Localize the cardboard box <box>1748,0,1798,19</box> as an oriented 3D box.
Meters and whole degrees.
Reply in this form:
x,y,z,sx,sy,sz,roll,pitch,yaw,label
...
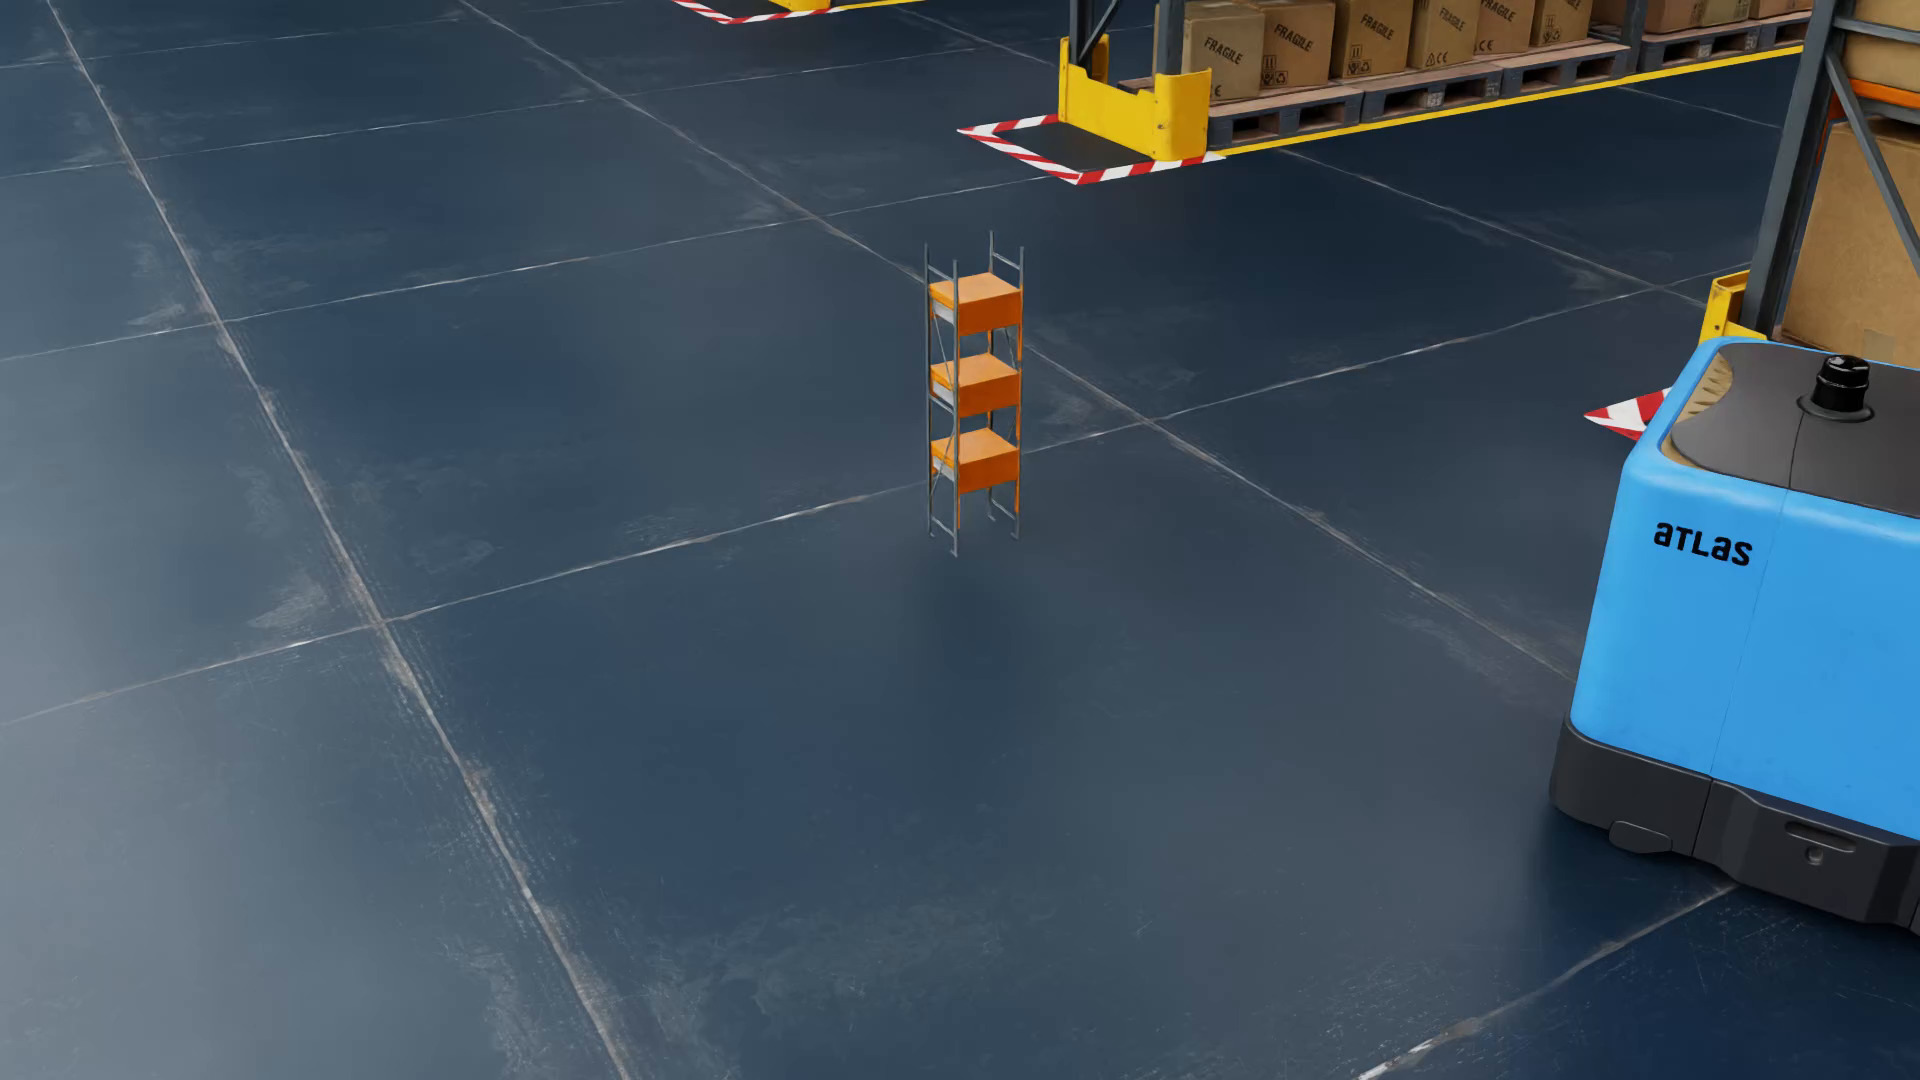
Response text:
x,y,z,sx,sy,sz,roll,pitch,yaw,label
5.873,-4.256,12.489,0.500,0.500,0.700,-19,34,-30,cardboard box

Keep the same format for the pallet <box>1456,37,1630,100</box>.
x,y,z,sx,sy,sz,roll,pitch,yaw,label
3.869,-3.370,11.639,1.213,0.211,1.003,-16,33,-26,pallet

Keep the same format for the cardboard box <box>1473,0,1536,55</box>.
x,y,z,sx,sy,sz,roll,pitch,yaw,label
3.575,-3.635,11.385,0.500,0.500,0.500,-6,29,-11,cardboard box

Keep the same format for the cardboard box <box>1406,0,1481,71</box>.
x,y,z,sx,sy,sz,roll,pitch,yaw,label
3.080,-3.450,11.050,0.500,0.500,0.500,-19,34,-31,cardboard box

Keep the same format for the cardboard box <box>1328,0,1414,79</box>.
x,y,z,sx,sy,sz,roll,pitch,yaw,label
2.576,-3.332,10.836,0.500,0.500,0.500,-13,31,-22,cardboard box

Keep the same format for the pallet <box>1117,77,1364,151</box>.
x,y,z,sx,sy,sz,roll,pitch,yaw,label
1.765,-2.773,10.556,1.213,0.211,1.003,-16,33,-26,pallet

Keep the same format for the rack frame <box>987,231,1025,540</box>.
x,y,z,sx,sy,sz,roll,pitch,yaw,label
0.151,-0.503,5.574,0.008,1.050,0.200,-16,33,-26,rack frame

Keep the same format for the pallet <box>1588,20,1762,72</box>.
x,y,z,sx,sy,sz,roll,pitch,yaw,label
5.101,-3.741,12.310,1.213,0.211,1.003,-16,33,-26,pallet

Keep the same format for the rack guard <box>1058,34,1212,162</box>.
x,y,z,sx,sy,sz,roll,pitch,yaw,label
1.047,-2.715,10.153,0.348,0.500,1.175,-16,33,-26,rack guard

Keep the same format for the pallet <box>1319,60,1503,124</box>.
x,y,z,sx,sy,sz,roll,pitch,yaw,label
2.816,-3.070,11.094,1.213,0.211,1.003,-16,33,-26,pallet

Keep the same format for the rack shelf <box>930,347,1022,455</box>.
x,y,z,sx,sy,sz,roll,pitch,yaw,label
0.046,-0.463,5.525,0.240,0.259,0.215,-16,33,-26,rack shelf

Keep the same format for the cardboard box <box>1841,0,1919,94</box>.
x,y,z,sx,sy,sz,roll,pitch,yaw,label
3.704,-1.876,5.889,0.550,0.550,0.875,-16,33,-26,cardboard box

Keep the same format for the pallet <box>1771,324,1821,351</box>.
x,y,z,sx,sy,sz,roll,pitch,yaw,label
4.057,-0.708,6.814,1.213,0.211,1.003,-16,33,-26,pallet

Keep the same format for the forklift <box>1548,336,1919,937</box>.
x,y,z,sx,sy,sz,roll,pitch,yaw,label
3.070,-0.347,3.345,3.031,2.935,1.130,17,33,28,forklift

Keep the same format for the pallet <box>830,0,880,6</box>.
x,y,z,sx,sy,sz,roll,pitch,yaw,label
-0.783,-4.868,14.353,1.213,0.211,1.003,-16,33,-26,pallet

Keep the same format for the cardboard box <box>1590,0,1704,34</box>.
x,y,z,sx,sy,sz,roll,pitch,yaw,label
4.971,-4.010,12.043,0.500,0.500,0.700,-19,34,-30,cardboard box

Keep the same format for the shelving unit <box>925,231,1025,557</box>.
x,y,z,sx,sy,sz,roll,pitch,yaw,label
0.046,-0.473,5.520,0.252,1.050,0.215,-16,33,-26,shelving unit

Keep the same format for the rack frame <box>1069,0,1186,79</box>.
x,y,z,sx,sy,sz,roll,pitch,yaw,label
0.982,-3.791,9.515,0.127,3.000,1.000,-16,33,-26,rack frame

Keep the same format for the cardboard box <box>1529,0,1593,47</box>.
x,y,z,sx,sy,sz,roll,pitch,yaw,label
4.065,-3.779,11.645,0.500,0.500,0.500,-17,33,-28,cardboard box

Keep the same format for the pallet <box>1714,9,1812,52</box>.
x,y,z,sx,sy,sz,roll,pitch,yaw,label
6.154,-4.041,12.854,1.213,0.211,1.003,-16,33,-26,pallet

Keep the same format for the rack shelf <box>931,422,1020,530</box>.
x,y,z,sx,sy,sz,roll,pitch,yaw,label
0.046,-0.220,5.659,0.240,0.259,0.215,-16,33,-26,rack shelf

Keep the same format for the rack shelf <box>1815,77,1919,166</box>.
x,y,z,sx,sy,sz,roll,pitch,yaw,label
5.132,-1.875,6.787,4.000,0.370,1.077,-16,33,-26,rack shelf

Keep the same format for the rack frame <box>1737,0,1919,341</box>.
x,y,z,sx,sy,sz,roll,pitch,yaw,label
3.407,-1.700,5.726,0.127,3.000,1.000,-16,33,-26,rack frame

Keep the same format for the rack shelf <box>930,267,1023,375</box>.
x,y,z,sx,sy,sz,roll,pitch,yaw,label
0.046,-0.712,5.388,0.240,0.259,0.215,-16,33,-26,rack shelf

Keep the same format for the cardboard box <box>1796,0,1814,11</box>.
x,y,z,sx,sy,sz,roll,pitch,yaw,label
6.354,-4.393,12.737,0.500,0.500,0.700,-13,31,-22,cardboard box

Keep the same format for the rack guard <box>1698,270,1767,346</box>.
x,y,z,sx,sy,sz,roll,pitch,yaw,label
3.387,-0.600,6.320,0.348,0.500,1.175,-16,33,-26,rack guard

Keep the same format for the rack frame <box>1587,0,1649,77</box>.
x,y,z,sx,sy,sz,roll,pitch,yaw,label
4.430,-4.770,11.289,0.127,3.000,1.000,-16,33,-26,rack frame

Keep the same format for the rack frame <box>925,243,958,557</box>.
x,y,z,sx,sy,sz,roll,pitch,yaw,label
-0.059,-0.443,5.466,0.008,1.050,0.200,-16,33,-26,rack frame

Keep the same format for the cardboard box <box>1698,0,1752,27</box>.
x,y,z,sx,sy,sz,roll,pitch,yaw,label
5.391,-4.119,12.241,0.500,0.500,0.700,-16,33,-27,cardboard box

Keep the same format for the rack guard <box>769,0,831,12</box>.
x,y,z,sx,sy,sz,roll,pitch,yaw,label
-1.486,-4.798,13.927,0.348,0.500,1.175,-16,33,-26,rack guard

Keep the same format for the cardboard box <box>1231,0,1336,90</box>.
x,y,z,sx,sy,sz,roll,pitch,yaw,label
2.026,-3.187,10.573,0.500,0.500,0.500,-8,30,-13,cardboard box

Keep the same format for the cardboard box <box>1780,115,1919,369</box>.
x,y,z,sx,sy,sz,roll,pitch,yaw,label
3.958,-1.147,6.489,0.875,0.875,0.875,-16,33,-26,cardboard box

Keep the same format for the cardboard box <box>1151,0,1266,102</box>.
x,y,z,sx,sy,sz,roll,pitch,yaw,label
1.528,-3.027,10.282,0.500,0.500,0.500,-10,30,-17,cardboard box
